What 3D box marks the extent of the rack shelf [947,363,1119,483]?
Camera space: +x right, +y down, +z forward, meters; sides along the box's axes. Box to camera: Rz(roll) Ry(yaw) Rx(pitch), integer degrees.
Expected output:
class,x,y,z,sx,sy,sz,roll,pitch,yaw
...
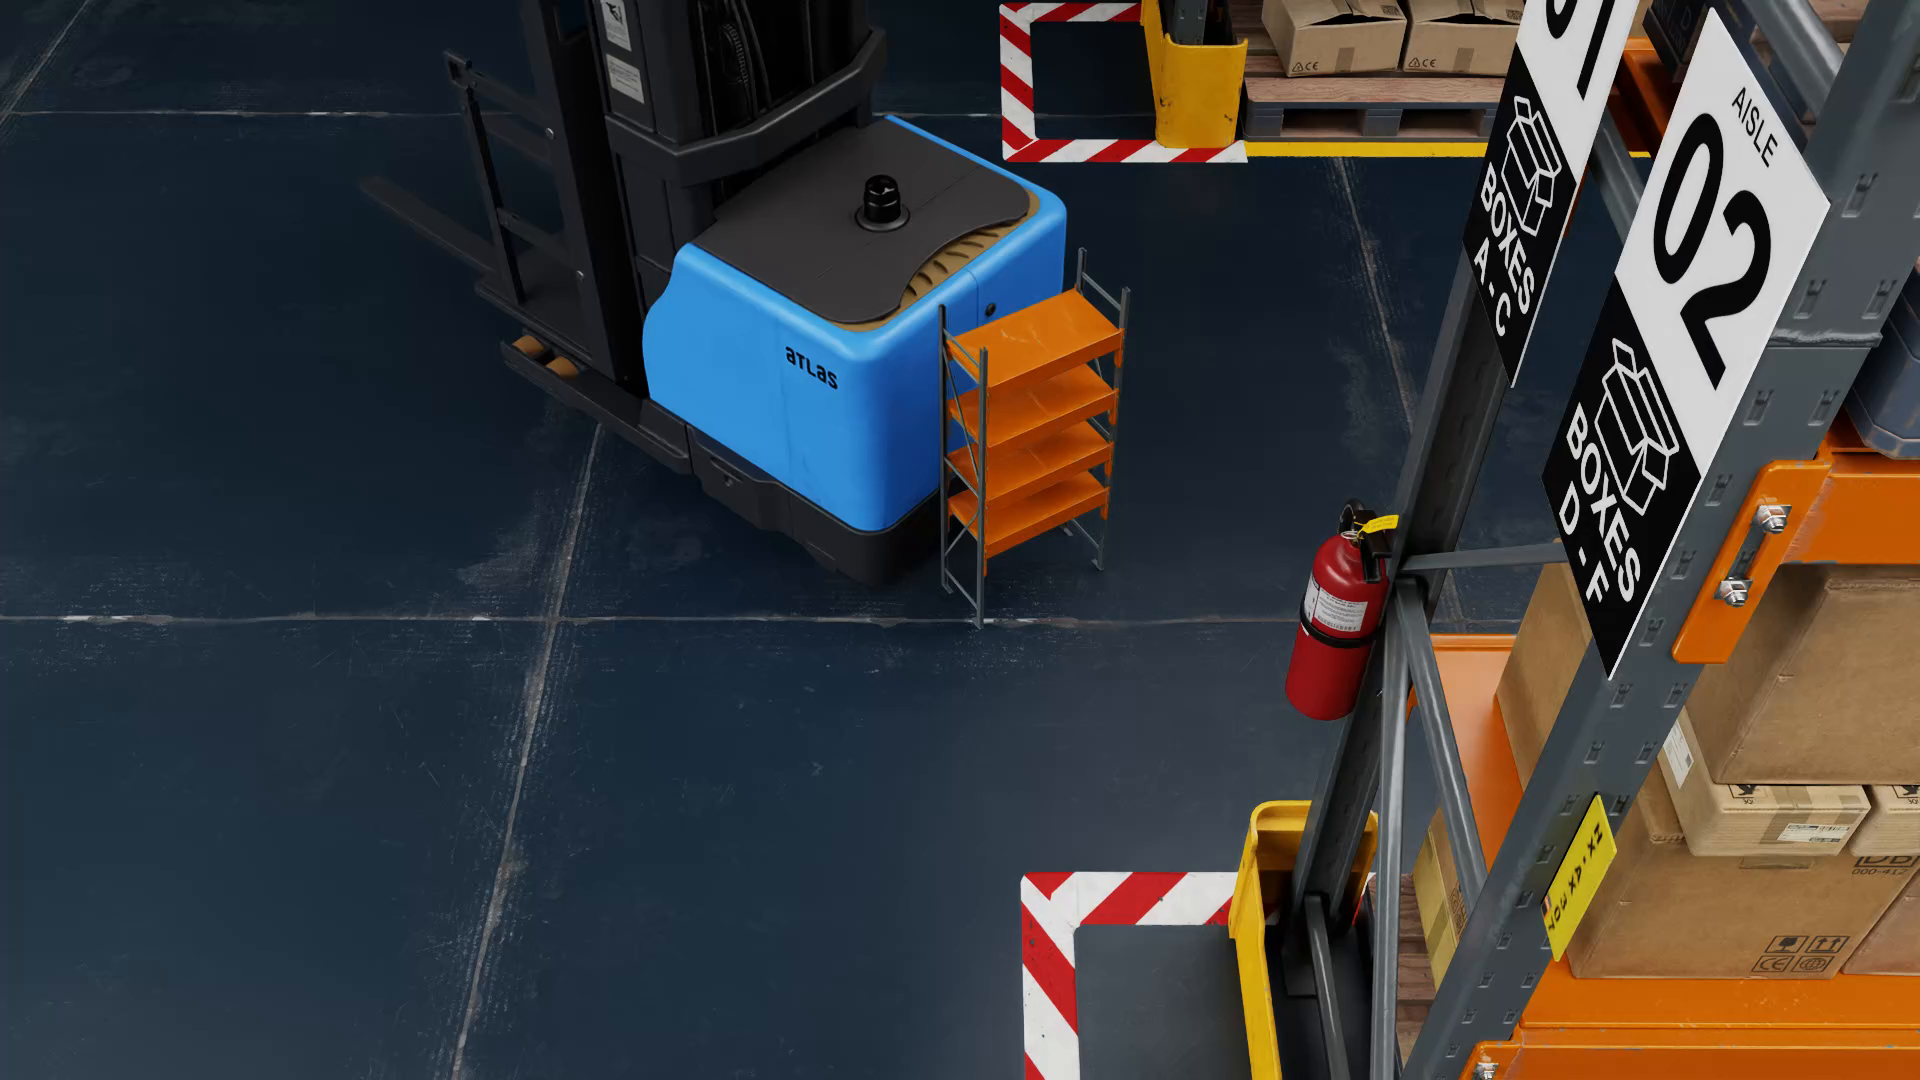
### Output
class,x,y,z,sx,sy,sz,roll,pitch,yaw
rack shelf,0.214,-0.391,5.080,0.480,0.148,0.258,-25,52,-21

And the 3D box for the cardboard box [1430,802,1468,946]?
class,x,y,z,sx,sy,sz,roll,pitch,yaw
cardboard box,1.497,0.764,4.069,0.500,0.500,0.500,0,47,0

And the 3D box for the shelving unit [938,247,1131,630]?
class,x,y,z,sx,sy,sz,roll,pitch,yaw
shelving unit,0.214,-0.284,5.195,0.503,1.200,0.258,-25,52,-21

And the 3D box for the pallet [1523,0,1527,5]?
class,x,y,z,sx,sy,sz,roll,pitch,yaw
pallet,3.079,-2.200,7.654,1.213,0.211,1.003,0,47,0

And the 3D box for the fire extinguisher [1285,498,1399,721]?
class,x,y,z,sx,sy,sz,roll,pitch,yaw
fire extinguisher,0.843,0.128,3.635,0.183,0.674,0.296,0,47,0

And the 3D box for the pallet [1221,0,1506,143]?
class,x,y,z,sx,sy,sz,roll,pitch,yaw
pallet,1.862,-2.206,7.659,1.213,0.211,1.003,0,47,0

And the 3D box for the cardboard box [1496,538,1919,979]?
class,x,y,z,sx,sy,sz,roll,pitch,yaw
cardboard box,1.426,0.418,3.243,0.500,0.500,0.700,0,47,0

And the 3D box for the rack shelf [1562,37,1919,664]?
class,x,y,z,sx,sy,sz,roll,pitch,yaw
rack shelf,2.959,-0.330,2.450,4.000,0.370,1.077,0,47,0

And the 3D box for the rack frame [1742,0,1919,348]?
class,x,y,z,sx,sy,sz,roll,pitch,yaw
rack frame,0.959,-1.602,1.094,0.127,3.000,1.000,0,47,0

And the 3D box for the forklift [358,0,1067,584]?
class,x,y,z,sx,sy,sz,roll,pitch,yaw
forklift,-1.094,-1.780,5.404,3.031,2.935,1.130,32,55,26

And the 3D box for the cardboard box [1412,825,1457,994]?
class,x,y,z,sx,sy,sz,roll,pitch,yaw
cardboard box,1.497,1.021,4.342,0.500,0.250,0.500,0,47,0

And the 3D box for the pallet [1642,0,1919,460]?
class,x,y,z,sx,sy,sz,roll,pitch,yaw
pallet,1.666,-0.529,2.205,1.213,0.211,1.003,0,47,0

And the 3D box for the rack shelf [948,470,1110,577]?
class,x,y,z,sx,sy,sz,roll,pitch,yaw
rack shelf,0.214,-0.103,5.389,0.480,0.148,0.258,-25,52,-21

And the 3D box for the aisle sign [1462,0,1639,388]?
class,x,y,z,sx,sy,sz,roll,pitch,yaw
aisle sign,0.895,-0.659,2.538,0.004,0.787,0.394,0,47,0

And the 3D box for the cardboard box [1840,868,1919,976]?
class,x,y,z,sx,sy,sz,roll,pitch,yaw
cardboard box,1.951,0.416,3.245,0.500,0.500,0.700,1,47,1

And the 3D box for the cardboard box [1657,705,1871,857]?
class,x,y,z,sx,sy,sz,roll,pitch,yaw
cardboard box,1.351,0.345,2.868,0.250,0.149,0.380,0,47,0

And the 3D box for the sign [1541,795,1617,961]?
class,x,y,z,sx,sy,sz,roll,pitch,yaw
sign,0.951,0.526,2.566,0.005,0.325,0.100,0,47,0

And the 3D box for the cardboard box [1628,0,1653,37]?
class,x,y,z,sx,sy,sz,roll,pitch,yaw
cardboard box,2.969,-2.375,7.318,0.500,0.500,0.700,-3,47,-2

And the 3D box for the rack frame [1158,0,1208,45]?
class,x,y,z,sx,sy,sz,roll,pitch,yaw
rack frame,0.974,-3.184,6.665,0.127,3.000,1.000,0,47,0

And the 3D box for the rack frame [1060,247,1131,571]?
class,x,y,z,sx,sy,sz,roll,pitch,yaw
rack frame,0.420,-0.380,5.284,0.015,1.200,0.240,-25,52,-21

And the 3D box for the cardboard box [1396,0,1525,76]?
class,x,y,z,sx,sy,sz,roll,pitch,yaw
cardboard box,2.236,-2.349,7.423,0.500,0.311,0.500,4,47,3

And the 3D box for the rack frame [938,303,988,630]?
class,x,y,z,sx,sy,sz,roll,pitch,yaw
rack frame,0.008,-0.189,5.106,0.015,1.200,0.240,-25,52,-21

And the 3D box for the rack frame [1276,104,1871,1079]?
class,x,y,z,sx,sy,sz,roll,pitch,yaw
rack frame,0.959,0.442,3.290,0.127,3.000,1.000,0,47,0

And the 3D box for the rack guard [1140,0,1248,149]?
class,x,y,z,sx,sy,sz,roll,pitch,yaw
rack guard,1.050,-2.332,7.579,0.348,0.500,1.175,0,47,0

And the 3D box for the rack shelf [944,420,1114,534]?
class,x,y,z,sx,sy,sz,roll,pitch,yaw
rack shelf,0.214,-0.238,5.244,0.480,0.148,0.258,-25,52,-21

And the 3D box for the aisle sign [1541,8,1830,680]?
class,x,y,z,sx,sy,sz,roll,pitch,yaw
aisle sign,0.893,-0.220,2.129,0.004,0.787,0.394,0,47,0

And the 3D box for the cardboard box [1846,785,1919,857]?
class,x,y,z,sx,sy,sz,roll,pitch,yaw
cardboard box,1.615,0.344,2.869,0.250,0.149,0.380,-1,47,-1

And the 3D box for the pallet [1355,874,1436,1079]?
class,x,y,z,sx,sy,sz,roll,pitch,yaw
pallet,1.724,1.363,4.337,1.213,0.211,1.003,0,47,0

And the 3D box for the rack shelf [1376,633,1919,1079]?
class,x,y,z,sx,sy,sz,roll,pitch,yaw
rack shelf,2.959,0.692,3.548,4.000,0.370,1.077,0,47,0

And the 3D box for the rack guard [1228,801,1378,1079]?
class,x,y,z,sx,sy,sz,roll,pitch,yaw
rack guard,0.935,1.293,4.205,0.348,0.500,1.175,0,47,0

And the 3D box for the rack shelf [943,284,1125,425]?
class,x,y,z,sx,sy,sz,roll,pitch,yaw
rack shelf,0.214,-0.552,4.907,0.480,0.148,0.258,-25,52,-21

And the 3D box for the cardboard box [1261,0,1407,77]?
class,x,y,z,sx,sy,sz,roll,pitch,yaw
cardboard box,1.666,-2.350,7.425,0.500,0.311,0.500,-5,47,-4

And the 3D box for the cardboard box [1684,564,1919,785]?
class,x,y,z,sx,sy,sz,roll,pitch,yaw
cardboard box,1.479,-0.024,2.768,0.500,0.500,0.700,0,47,0
